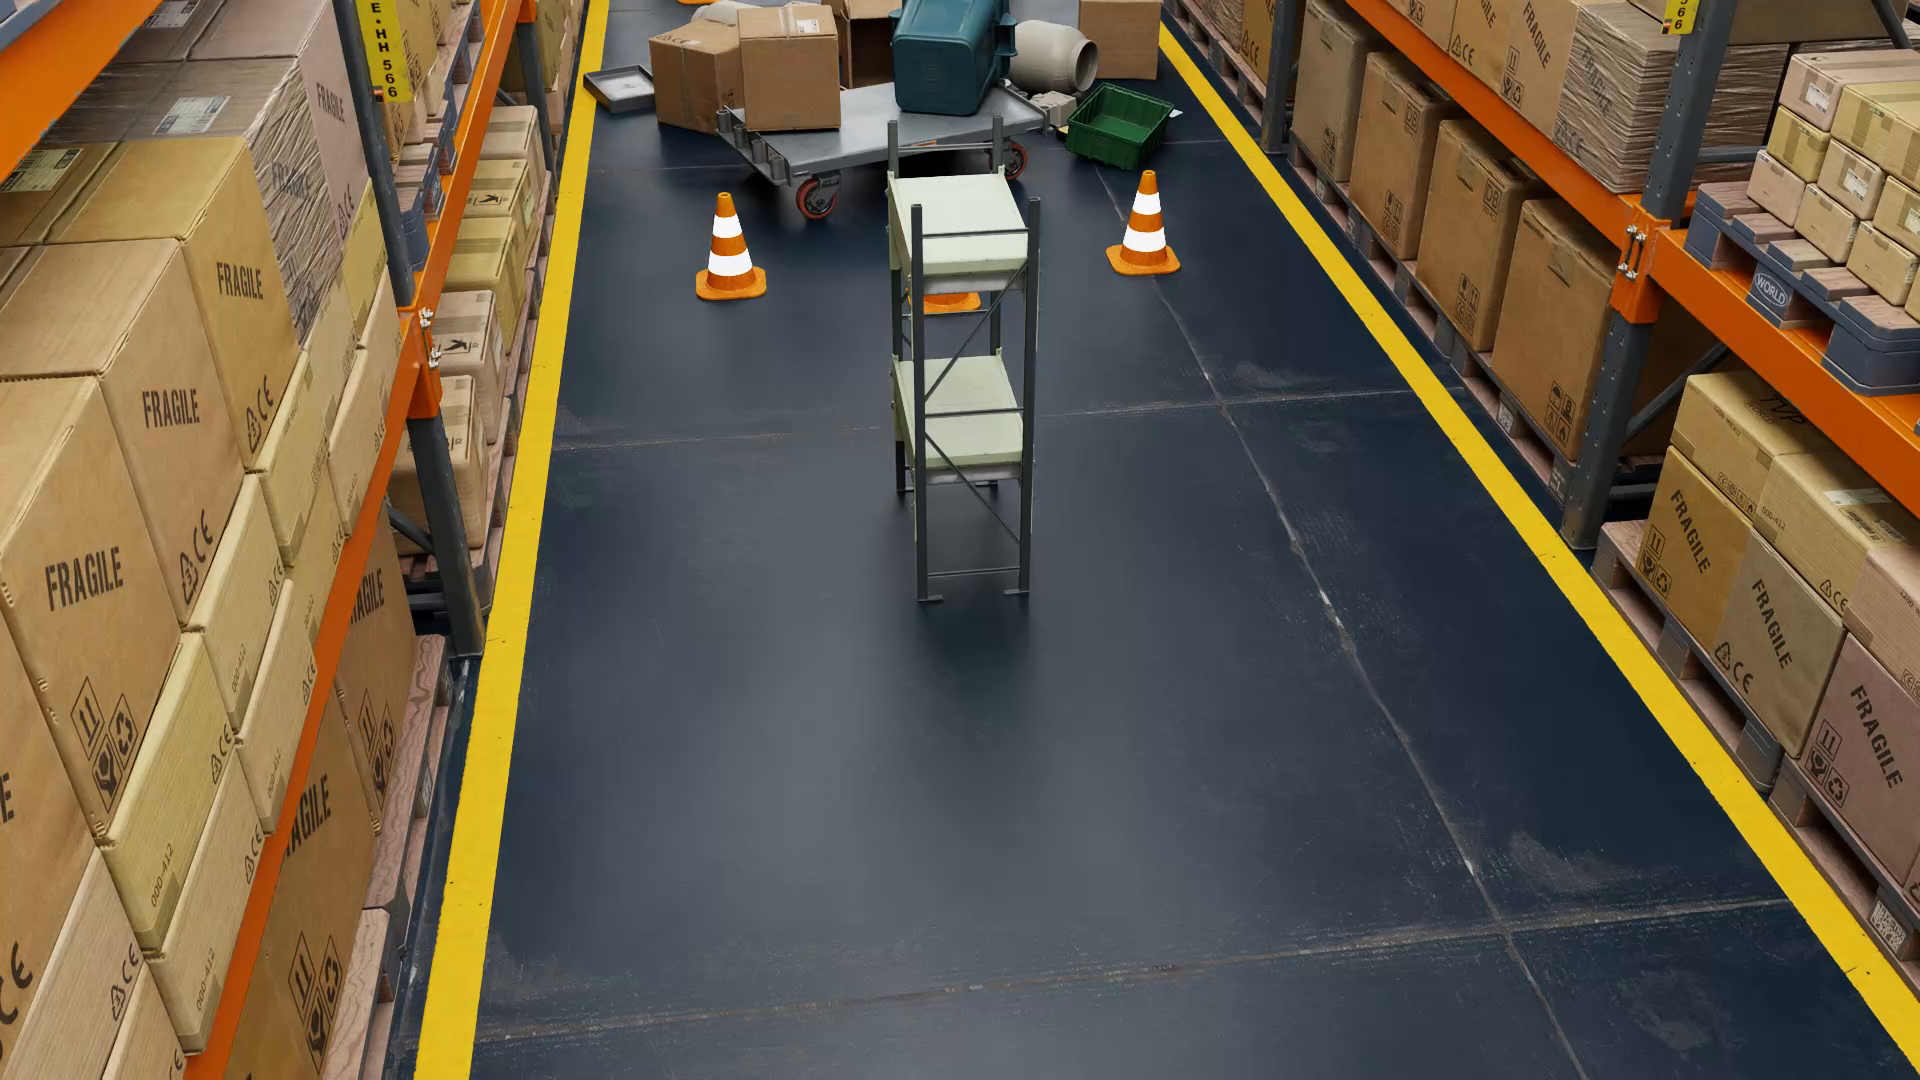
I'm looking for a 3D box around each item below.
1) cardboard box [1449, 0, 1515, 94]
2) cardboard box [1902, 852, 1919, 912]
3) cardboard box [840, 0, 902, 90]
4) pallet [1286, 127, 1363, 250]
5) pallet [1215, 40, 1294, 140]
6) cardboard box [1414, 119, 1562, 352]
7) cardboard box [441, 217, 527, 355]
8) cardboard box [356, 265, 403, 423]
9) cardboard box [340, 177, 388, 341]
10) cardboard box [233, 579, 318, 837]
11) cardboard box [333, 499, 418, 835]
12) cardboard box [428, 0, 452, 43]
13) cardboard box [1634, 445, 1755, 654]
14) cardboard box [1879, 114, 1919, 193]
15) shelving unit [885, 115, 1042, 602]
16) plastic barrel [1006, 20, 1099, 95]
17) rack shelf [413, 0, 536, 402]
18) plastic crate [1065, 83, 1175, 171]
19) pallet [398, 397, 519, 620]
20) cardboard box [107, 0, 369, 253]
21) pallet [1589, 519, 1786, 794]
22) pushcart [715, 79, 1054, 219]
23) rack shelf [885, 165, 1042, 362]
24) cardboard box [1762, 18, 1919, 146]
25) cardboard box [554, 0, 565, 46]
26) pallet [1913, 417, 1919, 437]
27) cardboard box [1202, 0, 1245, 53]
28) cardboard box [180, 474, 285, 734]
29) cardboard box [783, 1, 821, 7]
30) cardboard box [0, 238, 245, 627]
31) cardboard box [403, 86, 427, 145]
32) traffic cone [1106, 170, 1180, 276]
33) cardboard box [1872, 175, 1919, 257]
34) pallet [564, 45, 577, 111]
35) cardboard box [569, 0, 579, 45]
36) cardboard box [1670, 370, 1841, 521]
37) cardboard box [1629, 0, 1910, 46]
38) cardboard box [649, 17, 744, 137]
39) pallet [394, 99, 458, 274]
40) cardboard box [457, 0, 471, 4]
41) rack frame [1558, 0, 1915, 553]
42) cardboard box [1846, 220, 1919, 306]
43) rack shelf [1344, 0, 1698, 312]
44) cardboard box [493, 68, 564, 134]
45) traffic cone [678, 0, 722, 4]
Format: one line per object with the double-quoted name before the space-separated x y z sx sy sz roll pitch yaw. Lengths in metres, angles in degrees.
"cardboard box" 2.305 -2.095 6.572 0.500 0.500 0.500 -5 35 -7
"cardboard box" 2.820 0.859 4.172 0.500 0.500 0.500 -5 35 -7
"cardboard box" -0.324 -3.013 10.104 0.797 0.637 0.503 -4 35 -6
"pallet" 2.405 -1.921 8.881 1.003 0.211 1.213 -4 35 -6
"pallet" 2.202 -2.776 10.136 1.003 0.211 1.213 -4 35 -6
"cardboard box" 2.651 -1.344 7.183 1.050 0.750 0.750 -4 34 -6
"cardboard box" -2.396 -1.073 7.121 0.950 0.372 0.625 -3 34 -5
"cardboard box" -1.801 -0.510 4.468 0.500 0.250 0.500 -6 35 -8
"cardboard box" -1.810 -0.728 4.344 0.500 0.250 0.500 -4 35 -7
"cardboard box" -1.569 0.339 3.222 0.500 0.250 0.500 -5 35 -7
"cardboard box" -2.116 0.262 4.716 0.875 0.875 0.875 -5 35 -7
"cardboard box" -2.113 -2.027 5.835 0.500 0.500 0.500 -4 34 -6
"cardboard box" 2.607 0.008 5.422 0.500 0.500 0.500 -6 35 -8
"cardboard box" 2.702 -1.022 4.407 0.380 0.149 0.250 -5 35 -7
"shelving unit" -0.001 -0.623 5.833 0.431 1.500 0.755 -4 35 -6
"plastic barrel" 0.554 -2.950 10.203 0.512 0.421 0.421 20 39 26
"rack shelf" -2.396 -1.653 6.651 1.077 0.370 4.000 -4 35 -6
"plastic crate" 0.905 -2.357 9.491 0.450 0.188 0.662 21 39 12
"pallet" -2.230 -0.118 6.236 1.003 0.211 1.213 -4 35 -6
"cardboard box" -1.798 -1.020 4.107 0.500 0.500 0.500 -5 35 -8
"pallet" 2.869 0.323 5.589 1.003 0.211 1.213 -4 35 -6
"pushcart" -0.412 -2.183 9.119 1.648 0.377 0.936 -16 38 -23
"rack shelf" -0.001 -0.946 5.613 0.431 0.370 0.720 -4 35 -6
"cardboard box" 2.972 -1.578 5.813 0.500 0.500 0.500 -4 34 -6
"cardboard box" -2.560 -3.061 9.481 0.500 0.500 0.500 -3 34 -4
"pallet" 3.072 -0.085 3.881 1.003 0.211 1.213 -4 35 -6
"cardboard box" 2.087 -3.652 10.459 0.875 0.875 0.875 -4 34 -6
"cardboard box" -1.578 0.132 3.082 0.500 0.250 0.500 -5 35 -8
"cardboard box" -1.025 -3.542 11.316 0.380 0.149 0.250 13 36 18
"cardboard box" -1.600 -0.174 2.865 0.500 0.500 0.500 -5 35 -7
"cardboard box" -1.982 -1.416 5.514 0.380 0.149 0.250 -7 35 -9
"traffic cone" 0.911 -1.587 8.167 0.336 0.463 0.334 -4 35 -6
"cardboard box" 2.709 -0.873 4.454 0.380 0.149 0.250 -5 35 -8
"pallet" -2.957 -2.969 10.419 1.003 0.211 1.213 -4 35 -6
"cardboard box" -2.689 -3.324 10.533 0.500 0.250 0.500 -6 35 -8
"cardboard box" 2.618 -0.313 5.226 0.500 0.250 0.500 -6 35 -9
"cardboard box" 2.714 -1.971 5.502 0.700 0.500 0.500 -5 35 -7
"cardboard box" -1.460 -2.736 9.818 0.500 0.500 0.500 20 39 26
"pallet" -2.328 -1.145 5.436 1.213 0.211 1.003 -4 35 -6
"cardboard box" -2.199 -2.300 6.811 0.380 0.149 0.250 -4 35 -6
"rack frame" 2.765 -1.266 5.444 1.000 3.000 0.127 -4 35 -6
"cardboard box" 2.698 -0.770 4.567 0.380 0.149 0.250 -3 34 -4
"rack shelf" 2.496 -2.084 7.284 1.077 0.370 4.000 -4 35 -6
"cardboard box" -2.476 -2.453 9.255 0.500 0.250 0.500 -6 35 -9
"traffic cone" -1.866 -4.108 11.867 0.336 0.463 0.334 -4 35 -6
